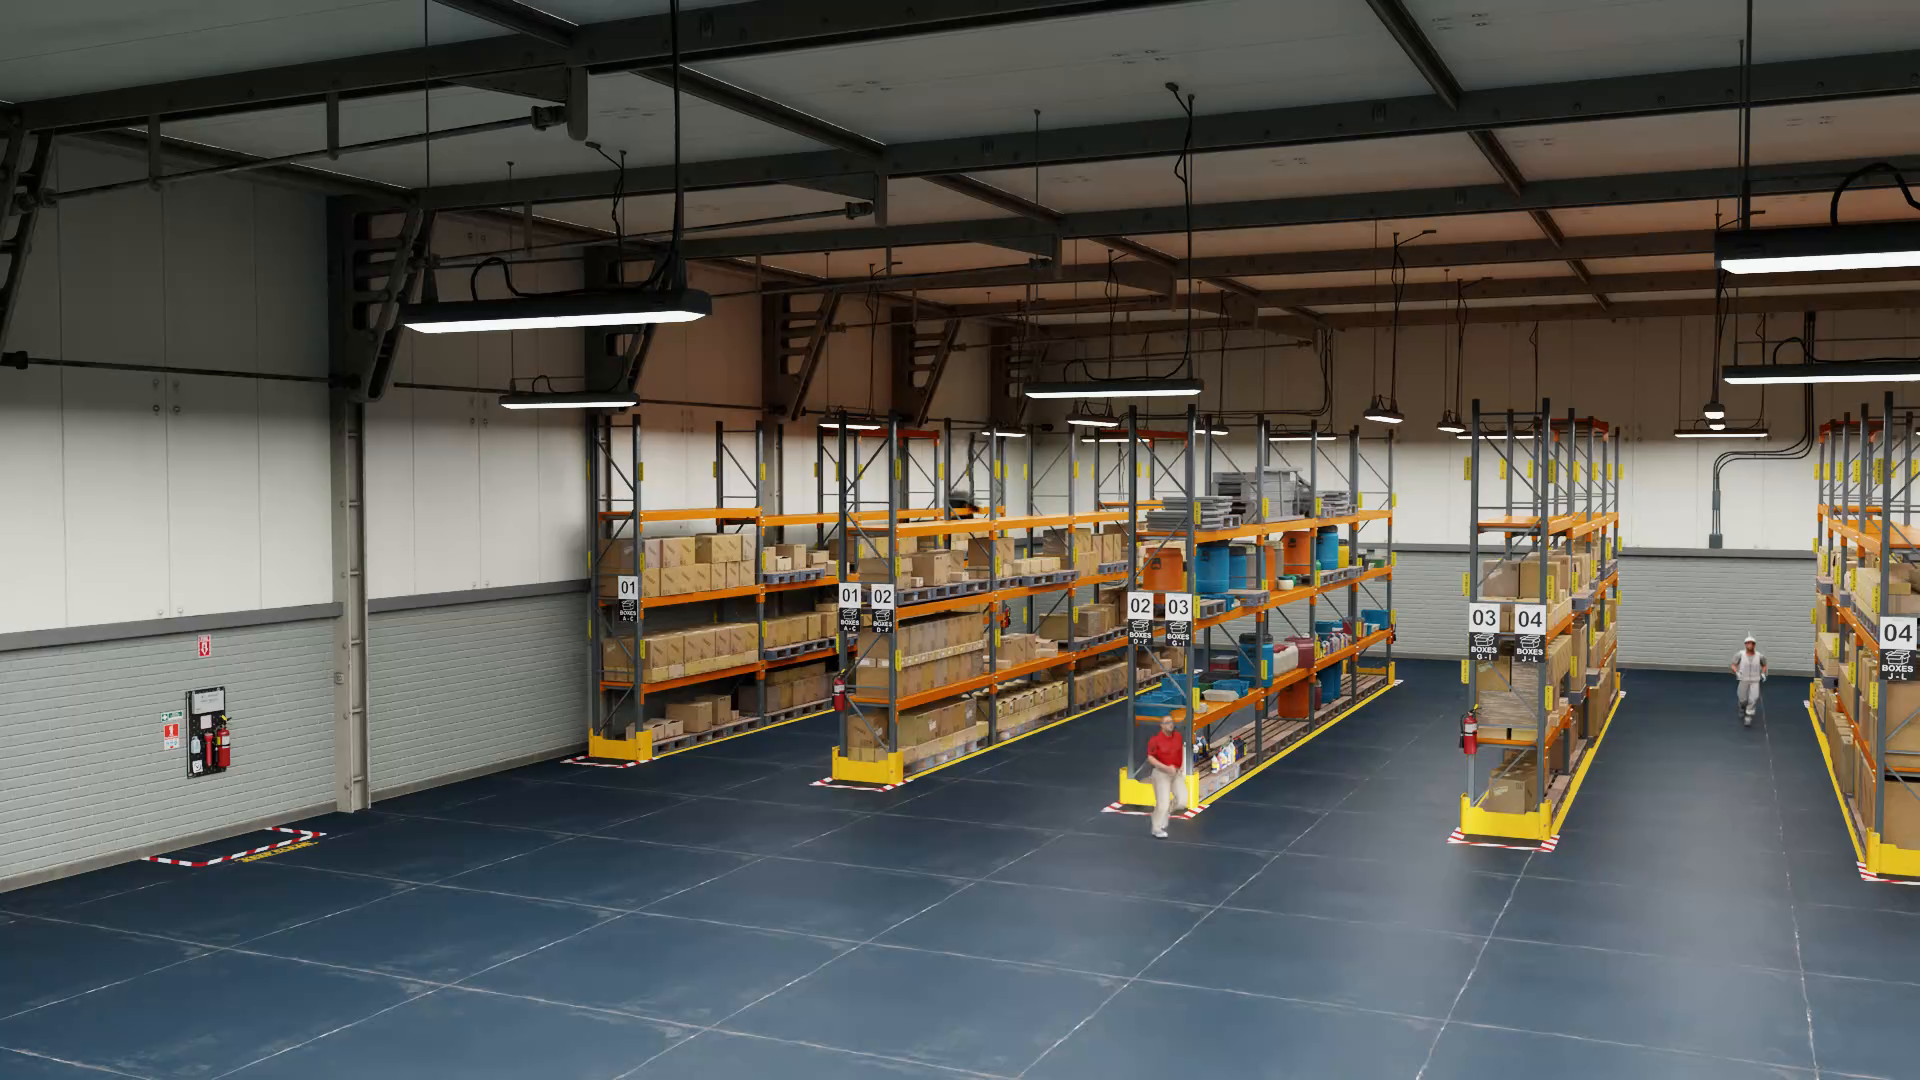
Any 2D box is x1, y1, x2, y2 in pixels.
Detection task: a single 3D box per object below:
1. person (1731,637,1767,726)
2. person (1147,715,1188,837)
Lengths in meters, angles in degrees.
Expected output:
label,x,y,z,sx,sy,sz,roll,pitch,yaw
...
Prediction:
label,x,y,z,sx,sy,sz,roll,pitch,yaw
person,15.559,2.781,32.781,0.646,1.743,0.645,1,3,20
person,2.868,3.222,22.665,0.687,1.674,0.662,-1,3,-28
